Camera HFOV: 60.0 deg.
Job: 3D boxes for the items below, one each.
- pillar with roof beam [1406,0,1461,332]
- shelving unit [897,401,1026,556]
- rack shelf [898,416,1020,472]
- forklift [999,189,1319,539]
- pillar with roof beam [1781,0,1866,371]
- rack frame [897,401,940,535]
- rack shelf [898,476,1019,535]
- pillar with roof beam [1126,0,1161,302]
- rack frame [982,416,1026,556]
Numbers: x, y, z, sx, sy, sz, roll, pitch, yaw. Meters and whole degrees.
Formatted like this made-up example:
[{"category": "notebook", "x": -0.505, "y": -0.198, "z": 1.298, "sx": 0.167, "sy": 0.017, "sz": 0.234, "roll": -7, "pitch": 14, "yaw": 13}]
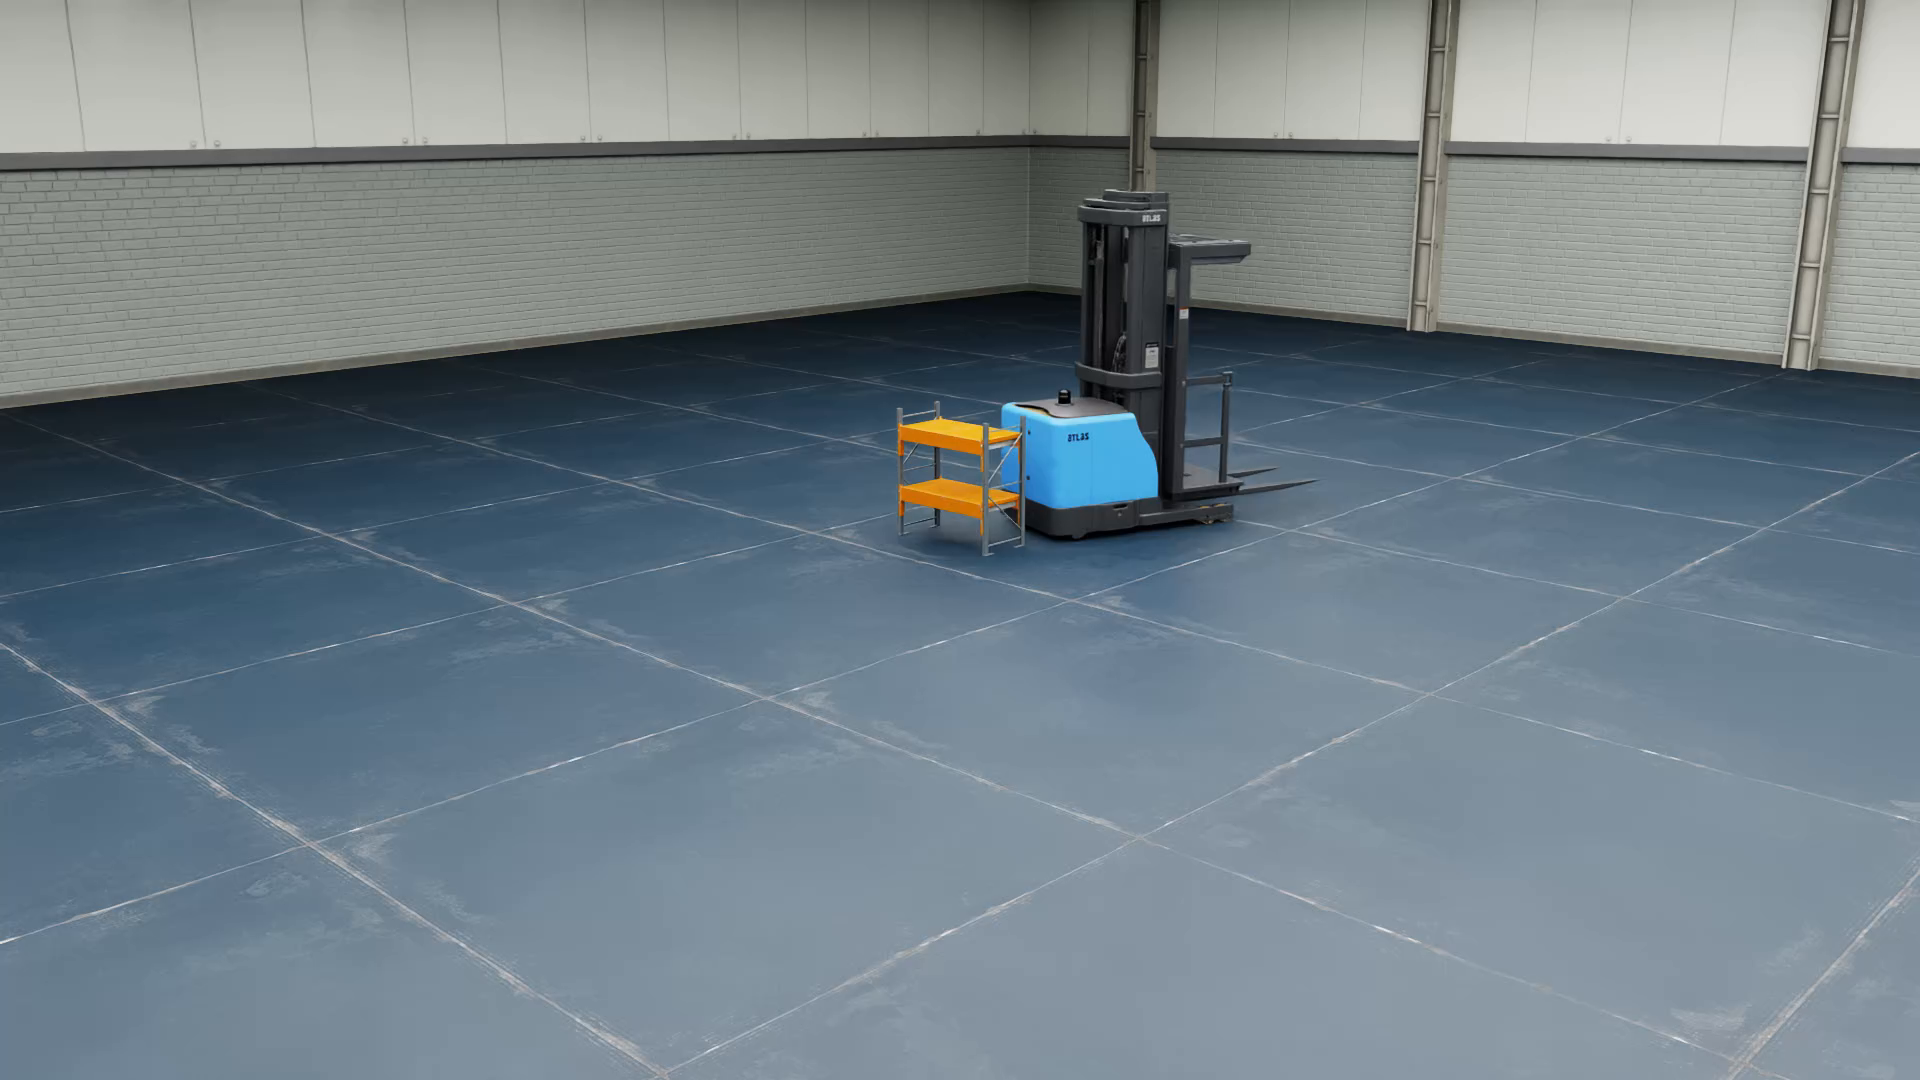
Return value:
[{"category": "pillar with roof beam", "x": 4.772, "y": -7.098, "z": 23.825, "sx": 0.400, "sy": 9.000, "sz": 9.100, "roll": 14, "pitch": 20, "yaw": 42}, {"category": "shelving unit", "x": 0.005, "y": -0.543, "z": 14.286, "sx": 1.048, "sy": 1.125, "sz": 0.538, "roll": 14, "pitch": 20, "yaw": 42}, {"category": "rack shelf", "x": 0.005, "y": -0.826, "z": 14.212, "sx": 1.000, "sy": 0.278, "sz": 0.538, "roll": 14, "pitch": 20, "yaw": 42}, {"category": "forklift", "x": 1.904, "y": -1.669, "z": 15.023, "sx": 3.031, "sy": 2.935, "sz": 1.130, "roll": -8, "pitch": 16, "yaw": -27}, {"category": "pillar with roof beam", "x": 9.092, "y": -6.048, "z": 19.795, "sx": 0.400, "sy": 9.000, "sz": 9.100, "roll": 14, "pitch": 20, "yaw": 42}, {"category": "rack frame", "x": -0.361, "y": -0.632, "z": 14.627, "sx": 0.032, "sy": 1.125, "sz": 0.500, "roll": 14, "pitch": 20, "yaw": 42}, {"category": "rack shelf", "x": 0.005, "y": -0.307, "z": 14.347, "sx": 1.000, "sy": 0.278, "sz": 0.538, "roll": 14, "pitch": 20, "yaw": 42}, {"category": "pillar with roof beam", "x": 0.453, "y": -8.148, "z": 27.855, "sx": 0.400, "sy": 9.000, "sz": 9.100, "roll": 14, "pitch": 20, "yaw": 42}, {"category": "rack frame", "x": 0.371, "y": -0.454, "z": 13.944, "sx": 0.032, "sy": 1.125, "sz": 0.500, "roll": 14, "pitch": 20, "yaw": 42}]
